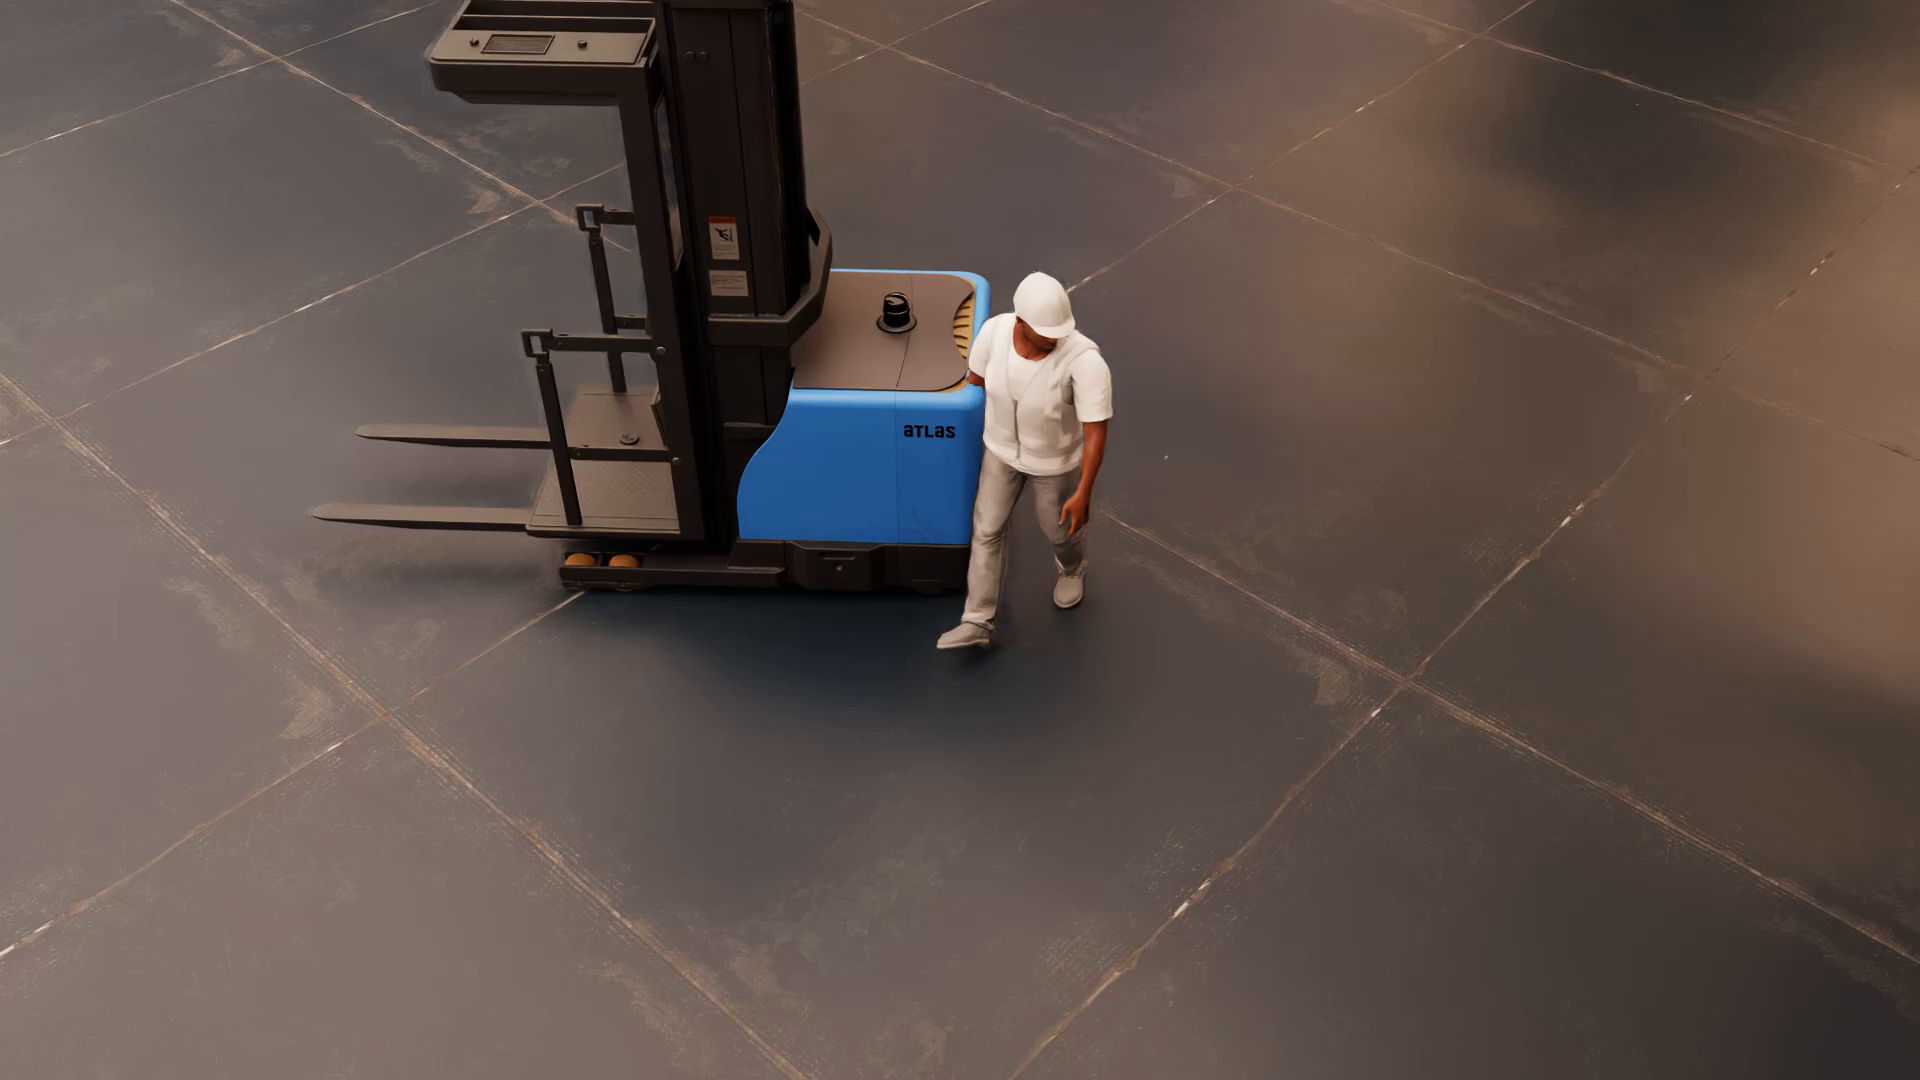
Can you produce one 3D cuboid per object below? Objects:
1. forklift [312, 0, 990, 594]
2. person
[{"bbox_3d":[-1.384,-1.226,6.857,3.031,2.935,1.130,2,41,2],"label":"forklift"},{"bbox_3d":[0.220,-0.306,6.717,0.771,1.718,0.915,19,44,20],"label":"person"}]
